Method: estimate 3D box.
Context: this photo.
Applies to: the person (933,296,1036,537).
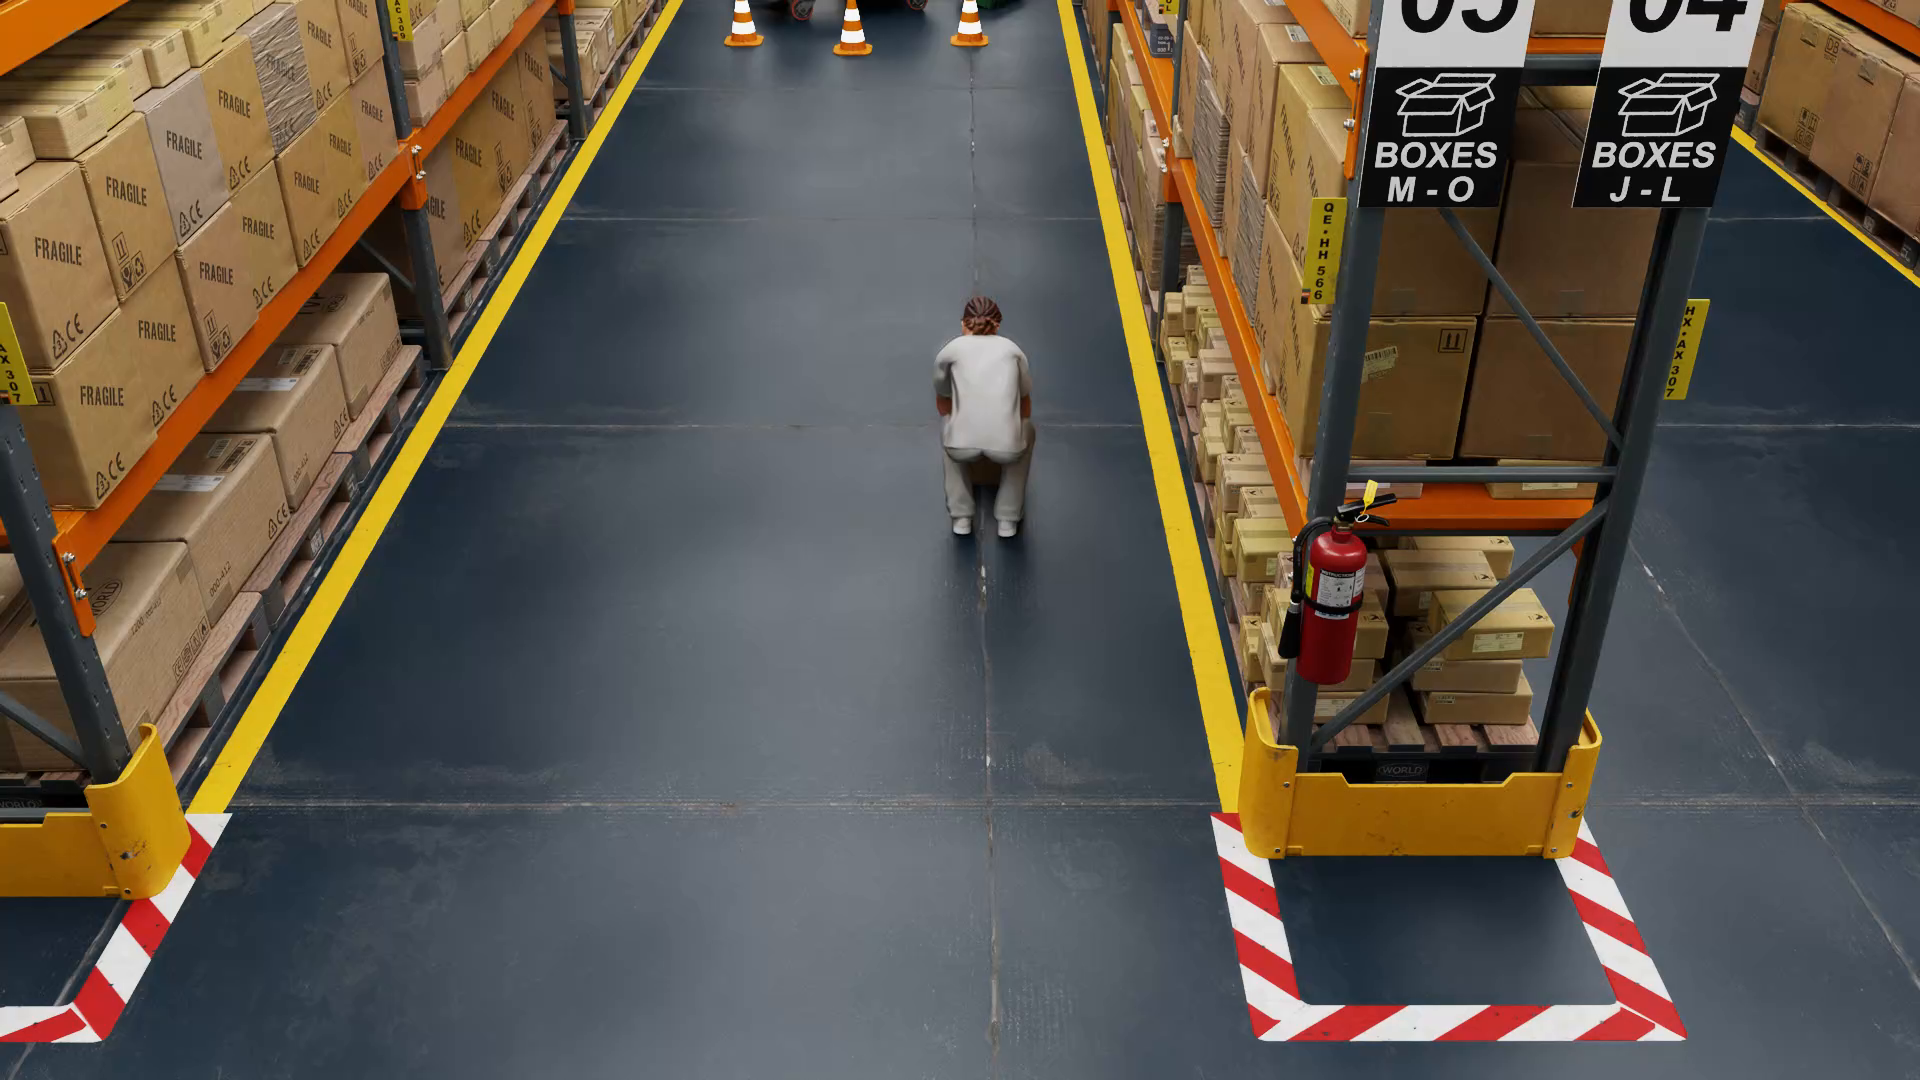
[{"bbox_3d":[0.103,-0.556,7.710,0.488,0.974,0.787,3,32,5],"label":"person"}]
